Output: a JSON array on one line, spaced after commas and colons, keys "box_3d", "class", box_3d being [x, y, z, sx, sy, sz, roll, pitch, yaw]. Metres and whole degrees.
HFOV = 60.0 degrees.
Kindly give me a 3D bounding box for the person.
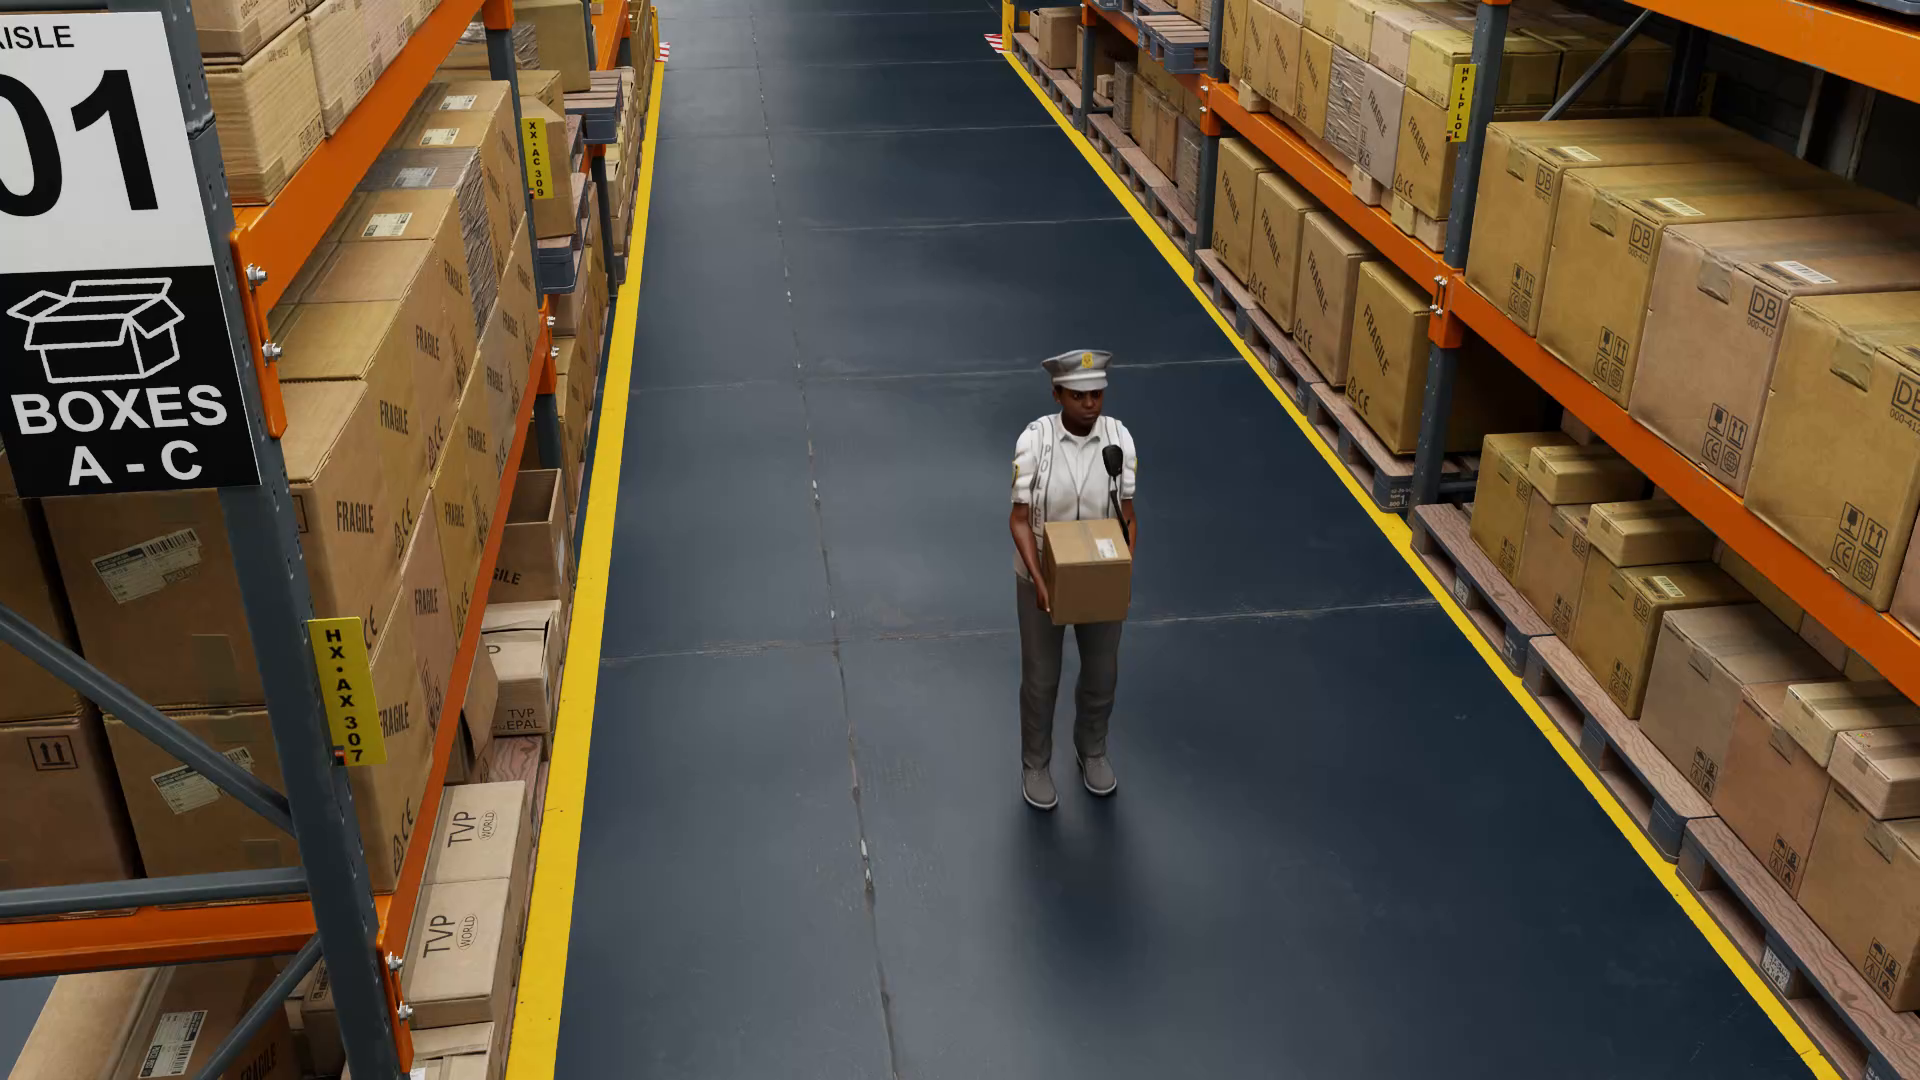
[{"box_3d": [0.396, 0.155, 5.790, 0.450, 1.688, 0.534, -3, 27, -6], "class": "person"}]
